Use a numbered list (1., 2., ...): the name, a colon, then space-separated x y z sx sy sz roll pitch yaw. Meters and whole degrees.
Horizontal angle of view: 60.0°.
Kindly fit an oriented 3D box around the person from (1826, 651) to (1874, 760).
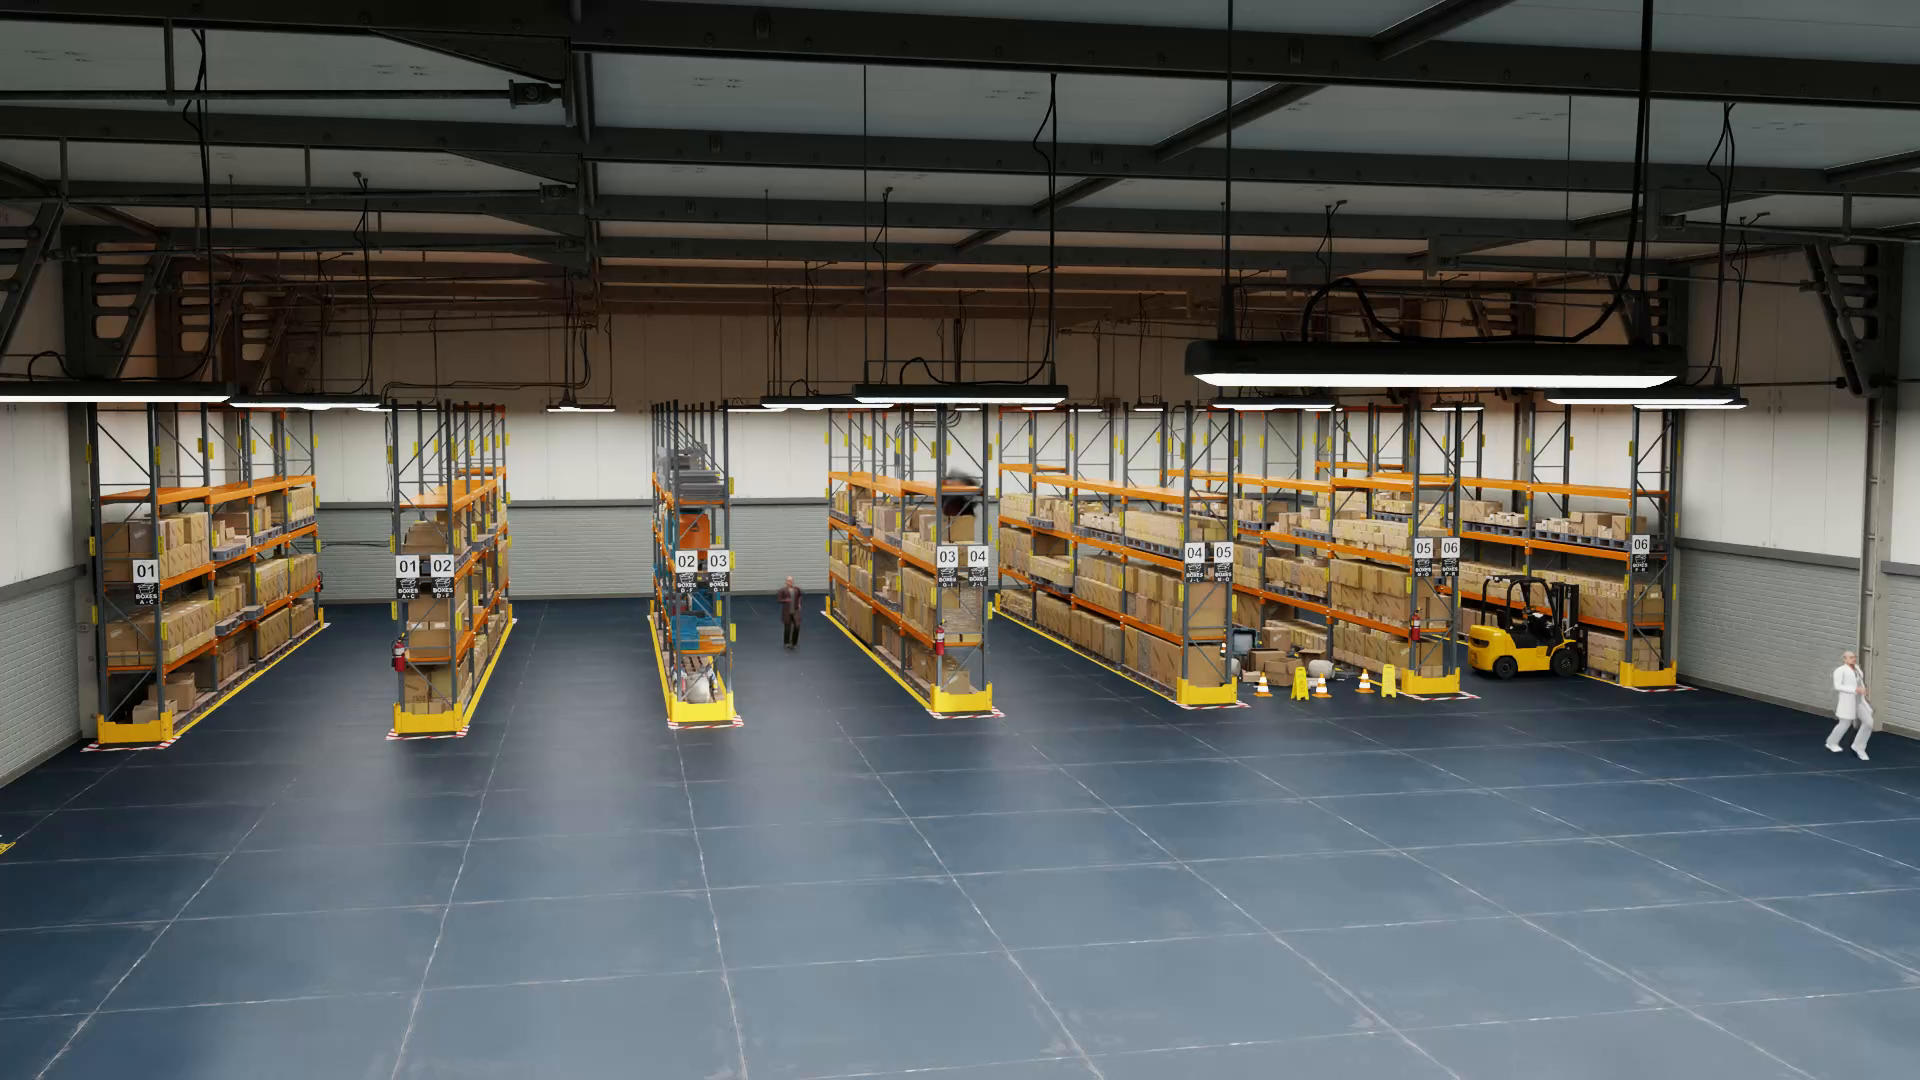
1. person: 14.933 2.762 27.875 0.718 1.817 0.829 -1 4 -15

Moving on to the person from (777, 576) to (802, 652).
1. person: -4.102 1.799 40.353 0.685 1.826 0.749 -1 5 -19

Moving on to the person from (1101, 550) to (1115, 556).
1. person: 4.418 1.019 50.581 0.735 1.835 0.654 -1 5 -19
